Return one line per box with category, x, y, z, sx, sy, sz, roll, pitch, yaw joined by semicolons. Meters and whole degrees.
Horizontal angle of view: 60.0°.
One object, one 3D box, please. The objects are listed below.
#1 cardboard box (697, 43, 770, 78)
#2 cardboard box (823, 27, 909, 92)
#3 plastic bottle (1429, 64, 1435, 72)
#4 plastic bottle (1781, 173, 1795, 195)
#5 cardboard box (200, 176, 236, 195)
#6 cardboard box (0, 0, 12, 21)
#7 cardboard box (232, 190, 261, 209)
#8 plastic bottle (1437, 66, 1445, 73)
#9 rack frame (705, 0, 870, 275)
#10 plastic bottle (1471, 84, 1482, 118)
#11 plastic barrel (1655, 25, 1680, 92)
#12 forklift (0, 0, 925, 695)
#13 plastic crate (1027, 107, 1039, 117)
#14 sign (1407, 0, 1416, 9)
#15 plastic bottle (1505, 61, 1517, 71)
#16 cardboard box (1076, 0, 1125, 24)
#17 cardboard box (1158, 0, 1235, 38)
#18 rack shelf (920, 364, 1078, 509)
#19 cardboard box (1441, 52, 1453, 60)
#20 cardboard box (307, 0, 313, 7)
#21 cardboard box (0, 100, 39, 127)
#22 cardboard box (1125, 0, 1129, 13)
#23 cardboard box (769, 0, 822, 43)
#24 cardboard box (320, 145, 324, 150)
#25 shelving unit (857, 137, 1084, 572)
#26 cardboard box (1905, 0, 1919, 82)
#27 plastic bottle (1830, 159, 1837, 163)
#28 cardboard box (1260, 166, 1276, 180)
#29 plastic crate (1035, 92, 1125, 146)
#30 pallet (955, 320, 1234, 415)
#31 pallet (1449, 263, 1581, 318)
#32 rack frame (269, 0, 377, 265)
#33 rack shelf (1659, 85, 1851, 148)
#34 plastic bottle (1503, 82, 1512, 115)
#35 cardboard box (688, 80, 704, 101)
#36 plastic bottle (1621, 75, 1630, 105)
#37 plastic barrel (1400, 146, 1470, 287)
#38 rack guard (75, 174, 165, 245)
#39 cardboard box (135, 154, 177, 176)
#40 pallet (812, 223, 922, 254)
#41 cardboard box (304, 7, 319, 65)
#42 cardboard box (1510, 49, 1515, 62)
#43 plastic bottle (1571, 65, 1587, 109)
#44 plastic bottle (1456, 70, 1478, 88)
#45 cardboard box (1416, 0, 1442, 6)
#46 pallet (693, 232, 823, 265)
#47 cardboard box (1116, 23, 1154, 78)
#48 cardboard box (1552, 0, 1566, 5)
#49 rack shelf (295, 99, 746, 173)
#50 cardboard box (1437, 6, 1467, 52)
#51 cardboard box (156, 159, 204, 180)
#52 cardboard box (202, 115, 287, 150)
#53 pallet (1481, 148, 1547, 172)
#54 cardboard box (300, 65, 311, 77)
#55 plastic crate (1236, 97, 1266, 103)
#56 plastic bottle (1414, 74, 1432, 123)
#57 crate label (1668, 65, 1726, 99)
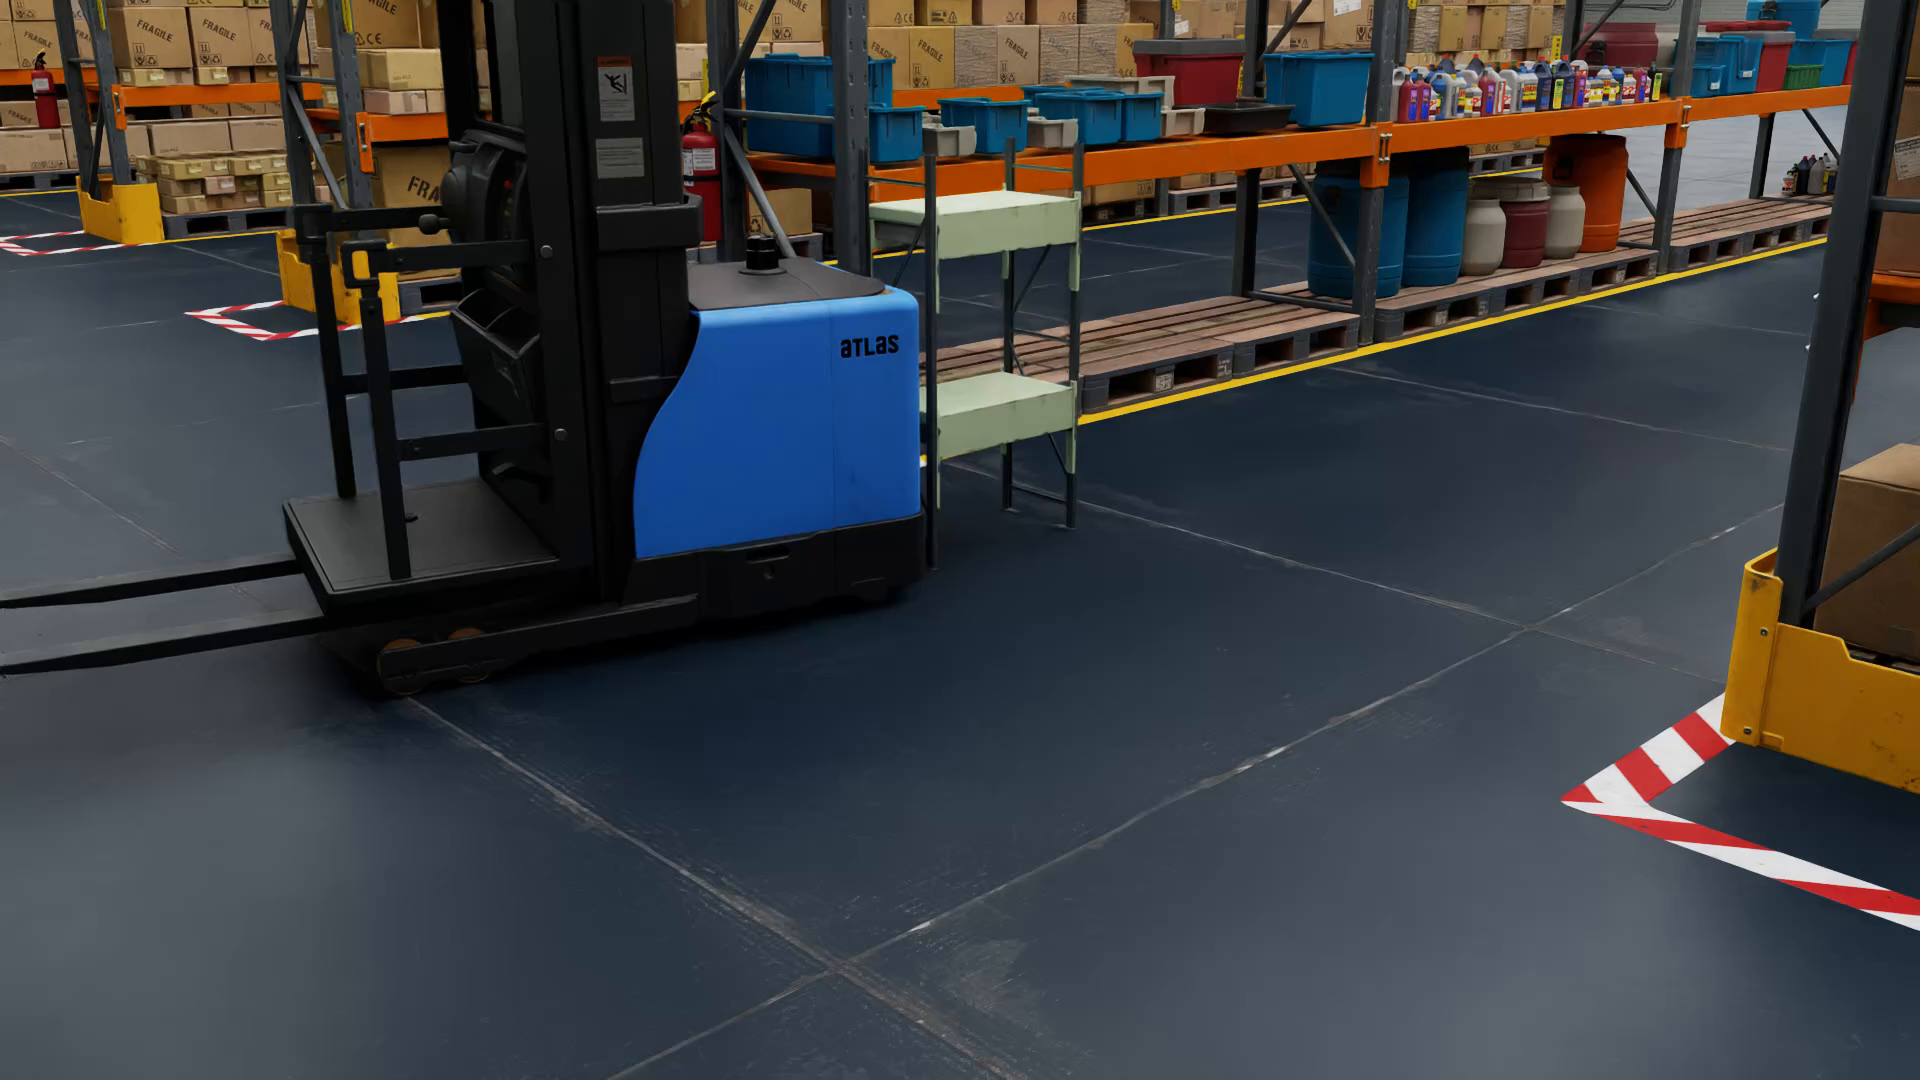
cardboard box;-1.784;-3.637;12.599;0.500;0.250;0.500;-15;23;-39
cardboard box;-0.763;-3.918;13.544;0.500;0.500;0.500;-16;24;-41
plastic bottle;3.233;-3.141;11.498;0.133;0.283;0.061;-16;24;-41
plastic bottle;7.997;-3.439;16.053;0.097;0.201;0.097;0;18;0
cardboard box;-6.715;-3.199;14.946;0.250;0.149;0.380;-16;24;-41
cardboard box;-10.439;-5.764;17.615;0.500;0.500;0.500;-17;25;-42
cardboard box;-6.599;-3.126;15.203;0.250;0.149;0.380;-16;24;-40
plastic bottle;3.301;-3.121;11.457;0.097;0.271;0.097;0;18;0
rack frame;-0.772;-1.872;7.394;0.127;3.000;1.000;-16;24;-41
plastic bottle;3.243;-2.775;10.502;0.097;0.201;0.097;0;18;0
plastic barrel;5.641;-3.886;13.425;0.421;0.512;0.421;0;18;0
forklift;-1.669;-1.111;5.158;3.031;2.935;1.130;-9;20;-27
plastic crate;0.304;-2.178;8.668;0.250;0.136;0.298;-16;24;-41
sign;4.928;-5.952;18.101;0.005;0.325;0.100;-16;24;-41
plastic bottle;4.039;-3.376;12.223;0.133;0.283;0.061;-16;24;-41
cardboard box;1.095;-5.050;15.409;0.637;0.503;0.797;-15;23;-39
cardboard box;2.340;-5.188;16.781;0.500;0.500;0.700;-12;22;-33
rack shelf;0.047;-0.409;6.373;0.720;0.370;0.431;-16;24;-40
cardboard box;5.435;-5.548;19.139;0.250;0.149;0.380;-16;24;-41
cardboard box;-5.877;-5.137;15.201;0.500;0.500;0.500;17;25;42
cardboard box;-12.787;-5.695;22.559;0.500;0.500;0.500;-16;24;-40
cardboard box;1.821;-7.456;22.622;0.550;0.550;0.875;-16;24;-41
cardboard box;-1.419;-4.099;12.808;0.500;0.500;0.500;-15;23;-39
cardboard box;-6.149;-3.737;16.124;0.250;0.149;0.380;-16;24;-41
shelving unit;0.047;-0.720;6.272;0.755;1.500;0.431;-16;24;-40
cardboard box;2.763;-1.440;4.279;0.500;0.500;0.500;-17;24;-41
plastic bottle;8.712;-3.672;16.649;0.135;0.276;0.152;-16;24;-40
cardboard box;2.912;-4.086;17.562;0.500;0.500;0.700;-14;23;-36
plastic crate;0.590;-2.078;8.205;0.300;0.233;0.416;-16;24;-41
pallet;0.740;-0.969;9.130;1.213;0.211;1.003;-16;24;-41
pallet;3.610;-1.807;11.715;1.213;0.211;1.003;-16;24;-41
rack frame;-4.175;-2.982;10.818;0.127;3.000;1.000;-16;24;-41
rack shelf;6.494;-3.649;14.041;4.000;0.370;1.077;-16;24;-41
plastic bottle;3.508;-2.852;10.740;0.097;0.201;0.097;0;18;0
cardboard box;-2.013;-3.354;12.372;0.250;0.149;0.380;-16;24;-40
plastic bottle;4.705;-3.201;11.817;0.097;0.201;0.097;0;18;0
plastic barrel;3.056;-2.182;11.074;0.708;0.901;0.600;-16;24;-41
rack guard;-7.454;-2.942;14.747;0.348;0.500;1.175;-16;24;-41
cardboard box;-7.299;-3.410;15.116;0.250;0.149;0.380;-16;24;-40
pallet;-0.760;-2.683;14.418;1.213;0.211;1.003;-16;24;-41
cardboard box;-5.891;-4.666;15.369;0.500;0.500;0.500;-17;25;-42
cardboard box;6.488;-5.877;20.156;0.250;0.149;0.380;-16;24;-41
plastic bottle;4.209;-3.088;11.335;0.133;0.283;0.061;-16;24;-41
plastic bottle;3.301;-2.903;10.777;0.135;0.276;0.152;-16;24;-41
cardboard box;5.046;-6.228;18.563;0.500;0.500;0.500;-16;24;-41
pallet;-1.875;-2.359;13.419;1.213;0.211;1.003;-16;24;-41
cardboard box;1.449;-4.564;15.537;0.500;0.500;0.500;-15;23;-39
cardboard box;7.221;-6.865;20.529;0.500;0.500;0.500;-16;24;-41
rack shelf;-2.722;-3.063;12.236;4.000;0.370;1.077;-16;24;-41
cardboard box;5.301;-5.893;19.153;0.500;0.500;0.875;-16;24;-41
cardboard box;-6.895;-3.276;14.703;0.380;0.149;0.250;17;24;41
cardboard box;-8.607;-4.922;20.276;0.875;0.438;0.875;-17;24;-42
pallet;6.781;-4.865;21.149;1.213;0.211;1.003;-16;24;-41
cardboard box;-6.153;-4.282;15.236;0.250;0.149;0.380;-17;24;-42
plastic crate;1.698;-2.556;9.835;0.243;0.136;0.396;-16;24;-41
plastic bottle;2.791;-2.674;10.058;0.133;0.283;0.061;-16;24;-41
crate label;5.604;-3.493;12.665;0.416;0.233;0.303;-16;24;-41
